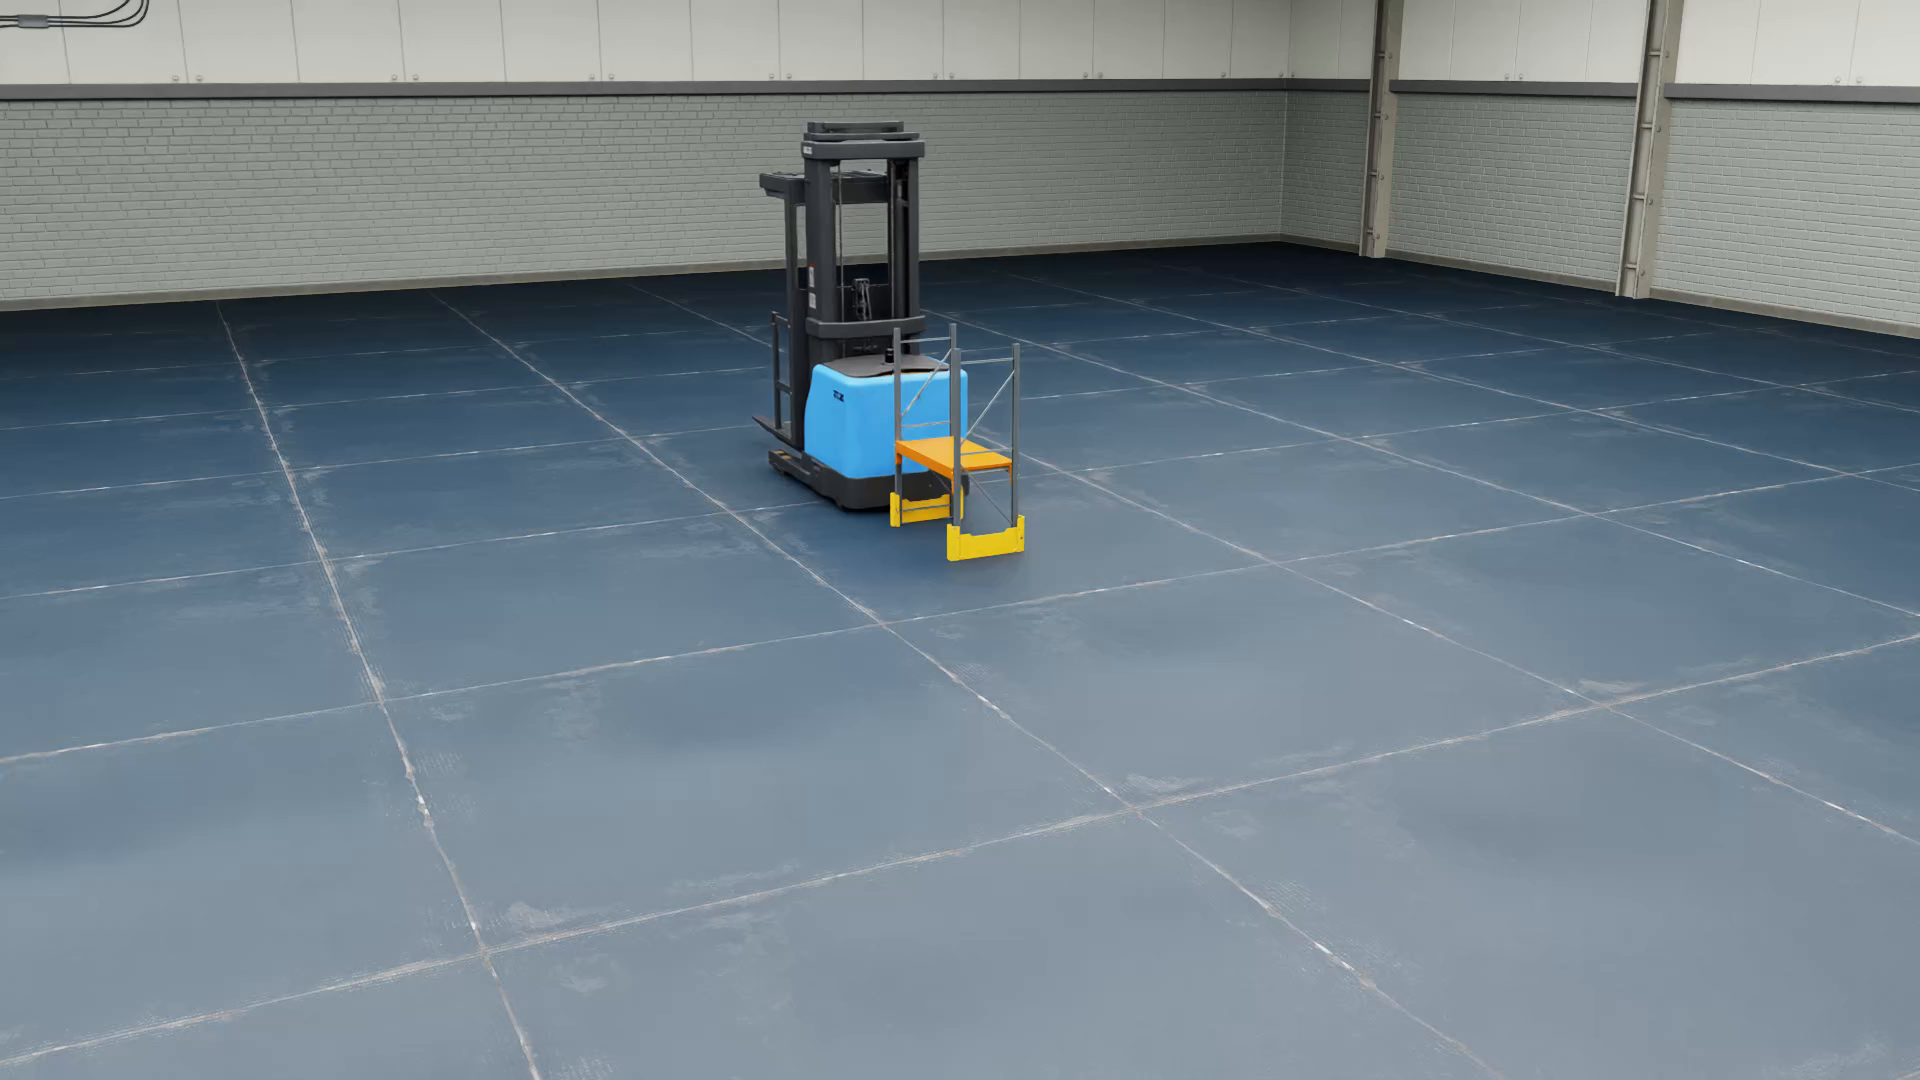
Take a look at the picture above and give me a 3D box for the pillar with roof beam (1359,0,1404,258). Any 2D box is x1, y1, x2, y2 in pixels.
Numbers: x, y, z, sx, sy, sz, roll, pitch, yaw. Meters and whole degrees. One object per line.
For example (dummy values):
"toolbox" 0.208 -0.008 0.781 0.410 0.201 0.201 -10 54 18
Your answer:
"pillar with roof beam" 3.618 -8.953 27.137 9.100 9.000 0.400 -8 18 -25

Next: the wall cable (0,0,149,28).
"wall cable" -12.390 -9.335 22.302 2.305 6.003 0.169 -8 18 -25

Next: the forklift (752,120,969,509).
"forklift" -1.000 -2.010 13.941 1.130 2.935 3.031 -7 18 -24

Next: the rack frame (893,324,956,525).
"rack frame" -0.260 -0.868 12.557 0.500 1.500 0.032 -8 18 -25

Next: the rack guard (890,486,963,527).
"rack guard" -0.252 -0.263 12.712 0.587 0.250 0.087 -8 18 -25

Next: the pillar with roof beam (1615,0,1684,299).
"pillar with roof beam" 6.246 -7.466 21.952 9.100 9.000 0.400 -8 18 -25

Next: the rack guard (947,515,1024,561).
"rack guard" 0.185 -0.016 11.852 0.587 0.250 0.087 -8 18 -25

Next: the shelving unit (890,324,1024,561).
"shelving unit" -0.033 -0.740 12.110 0.587 1.500 1.083 -8 18 -25

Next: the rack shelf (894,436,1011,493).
"rack shelf" -0.037 -0.569 12.167 0.538 0.185 1.000 -8 18 -25

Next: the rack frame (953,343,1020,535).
"rack frame" 0.185 -0.616 11.678 0.500 1.500 0.032 -8 18 -25
